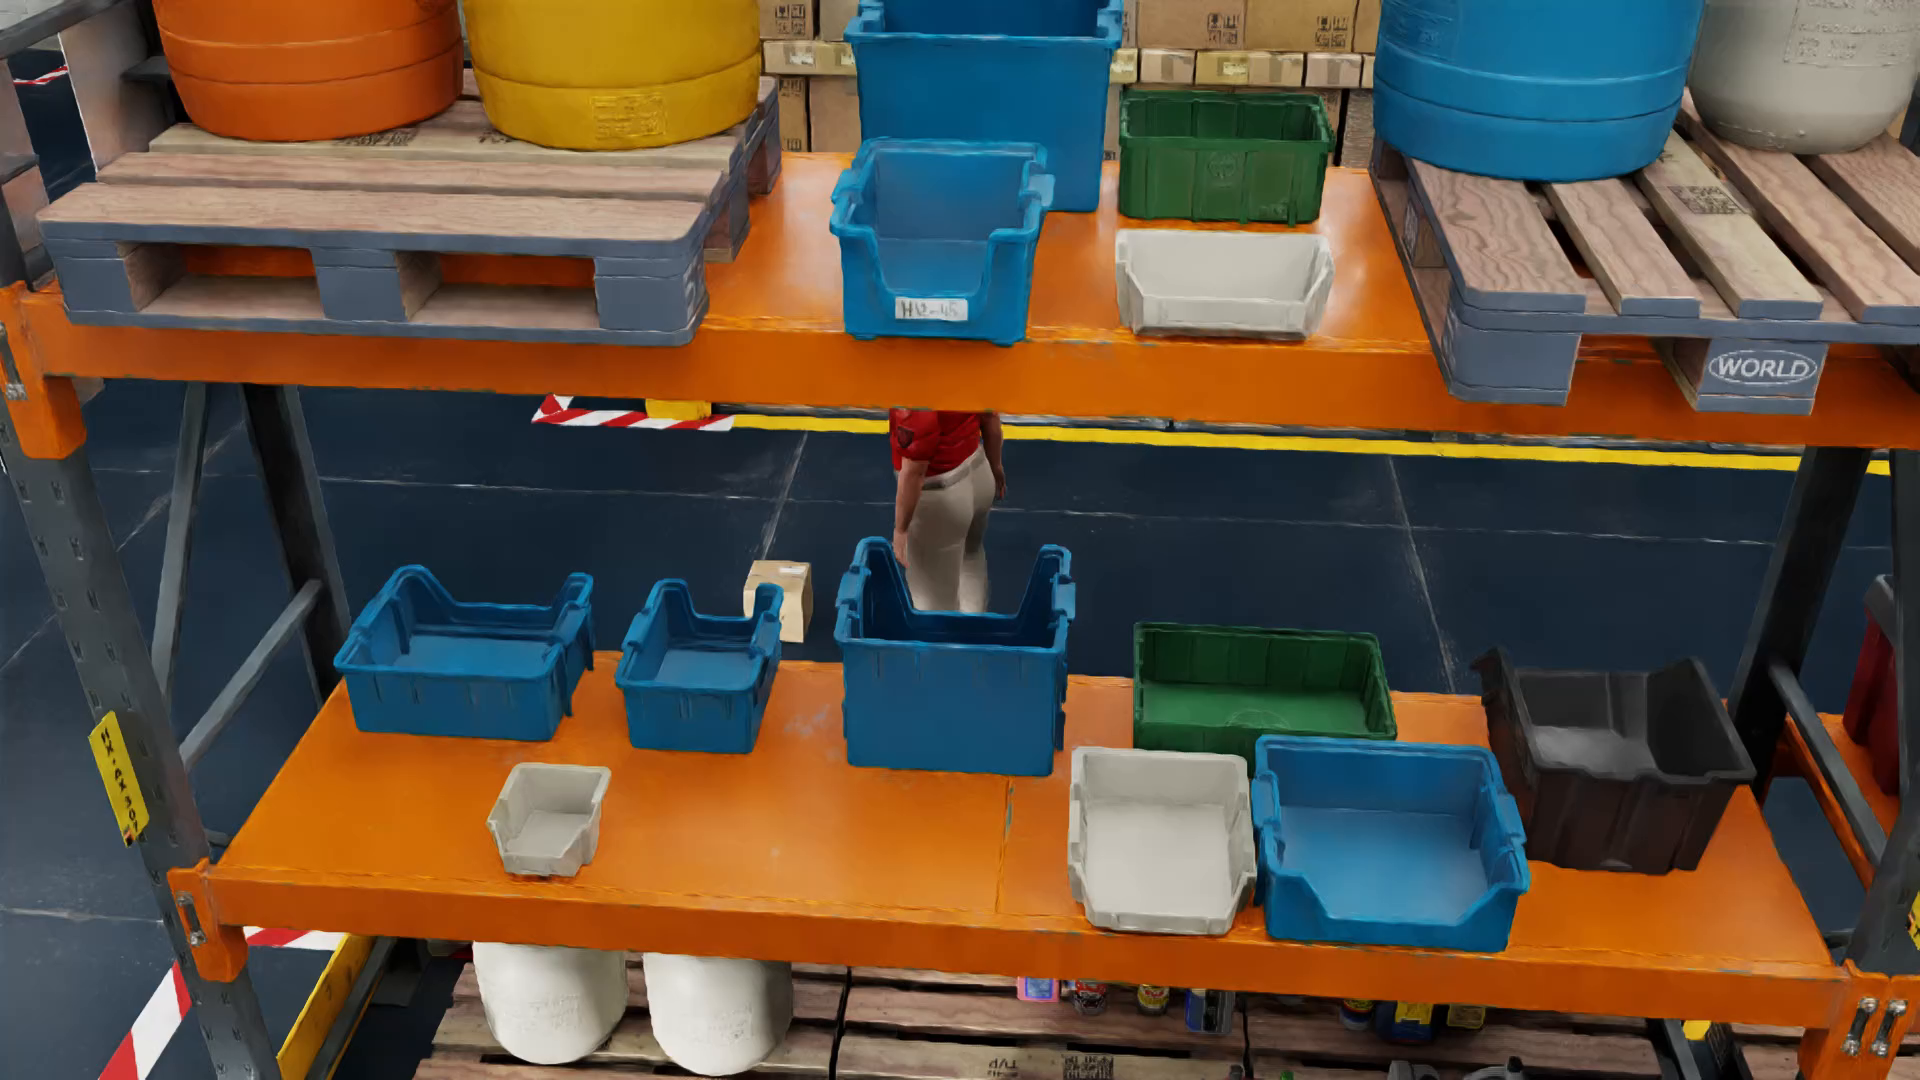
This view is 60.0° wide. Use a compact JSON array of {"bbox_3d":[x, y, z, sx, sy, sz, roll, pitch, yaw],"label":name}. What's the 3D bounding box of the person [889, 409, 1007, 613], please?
[{"bbox_3d":[-0.071,-0.204,6.459,0.542,1.716,0.744,19,36,28],"label":"person"}]
